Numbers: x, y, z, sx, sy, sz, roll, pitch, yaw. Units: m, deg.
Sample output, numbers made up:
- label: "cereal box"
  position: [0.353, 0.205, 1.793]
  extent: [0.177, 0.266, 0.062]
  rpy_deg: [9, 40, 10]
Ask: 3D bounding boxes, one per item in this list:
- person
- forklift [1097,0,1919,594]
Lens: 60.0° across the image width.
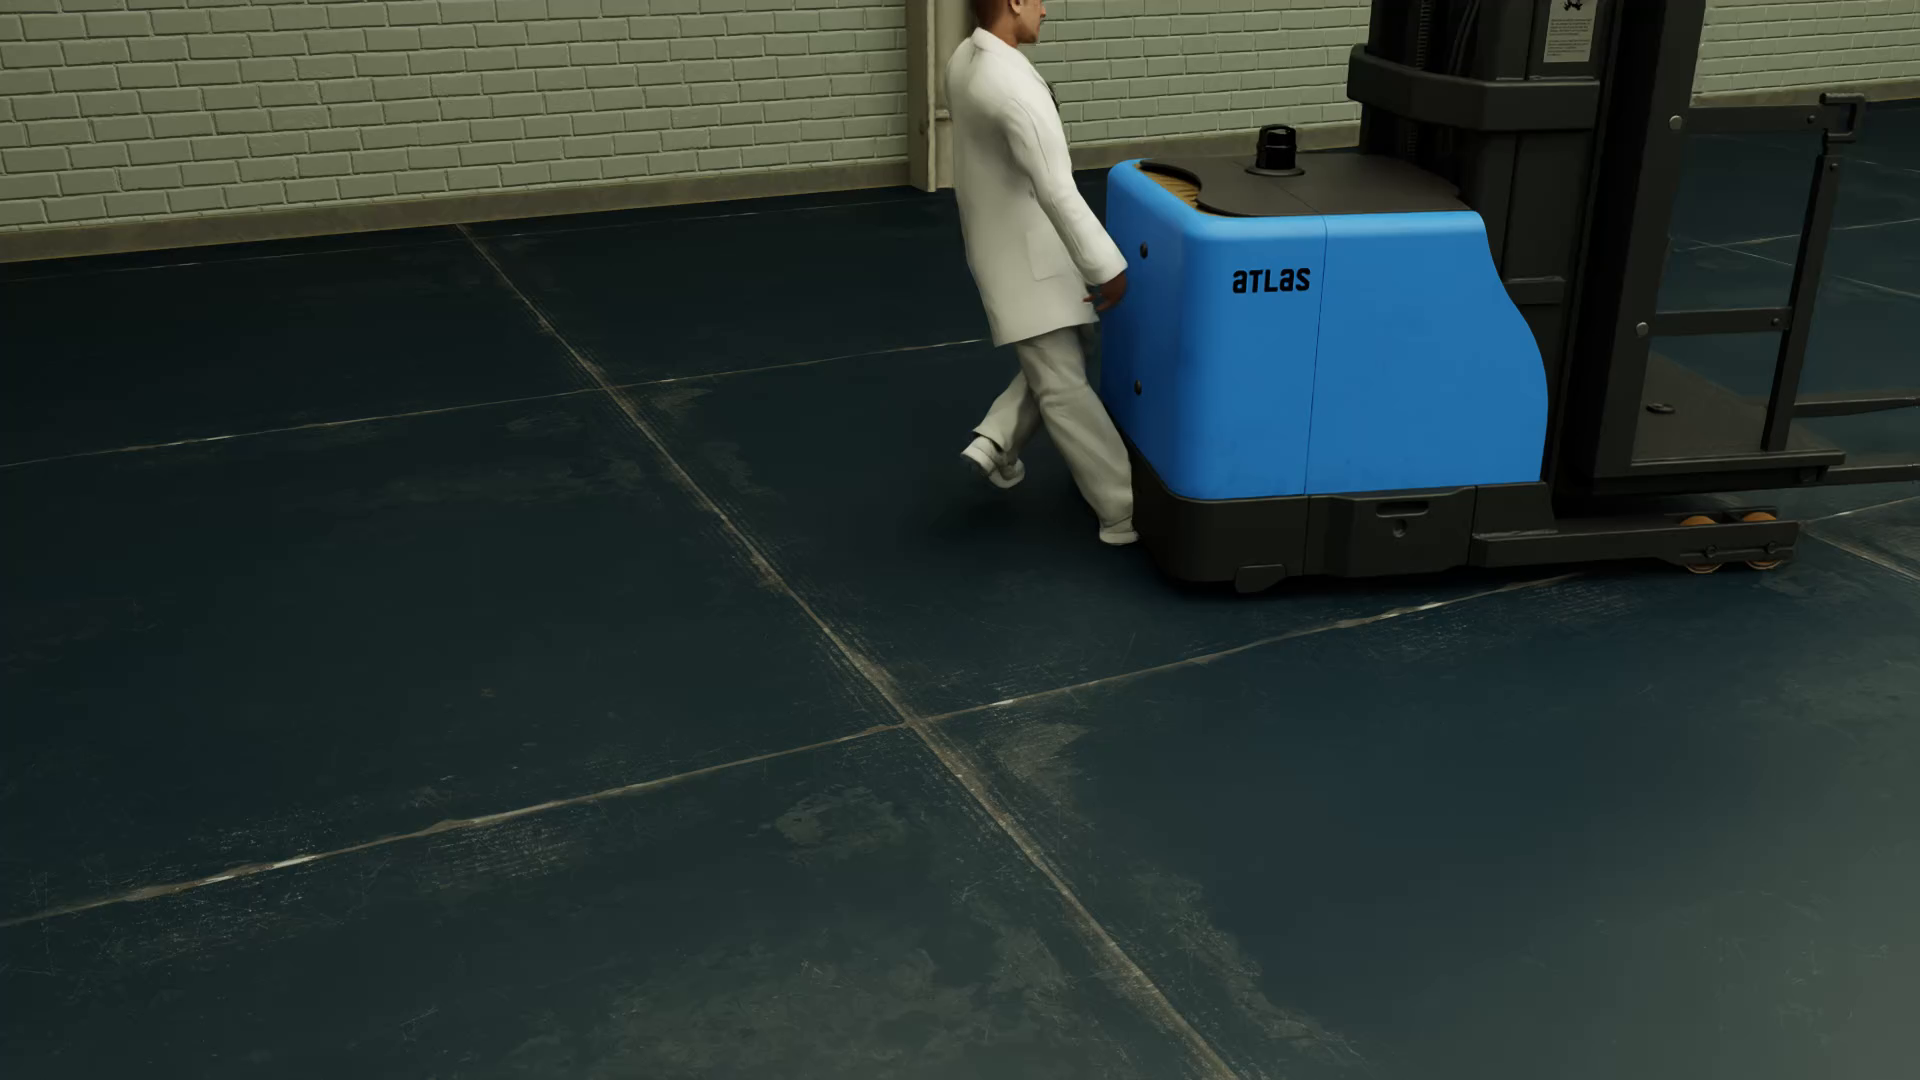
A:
- label: "person"
  position: [0.360, -0.886, 5.034]
  extent: [0.760, 1.691, 0.761]
  rpy_deg: [-4, 23, -10]
- label: "forklift"
  position: [2.004, -1.452, 4.781]
  extent: [3.031, 2.935, 1.130]
  rpy_deg: [-3, 23, -8]
